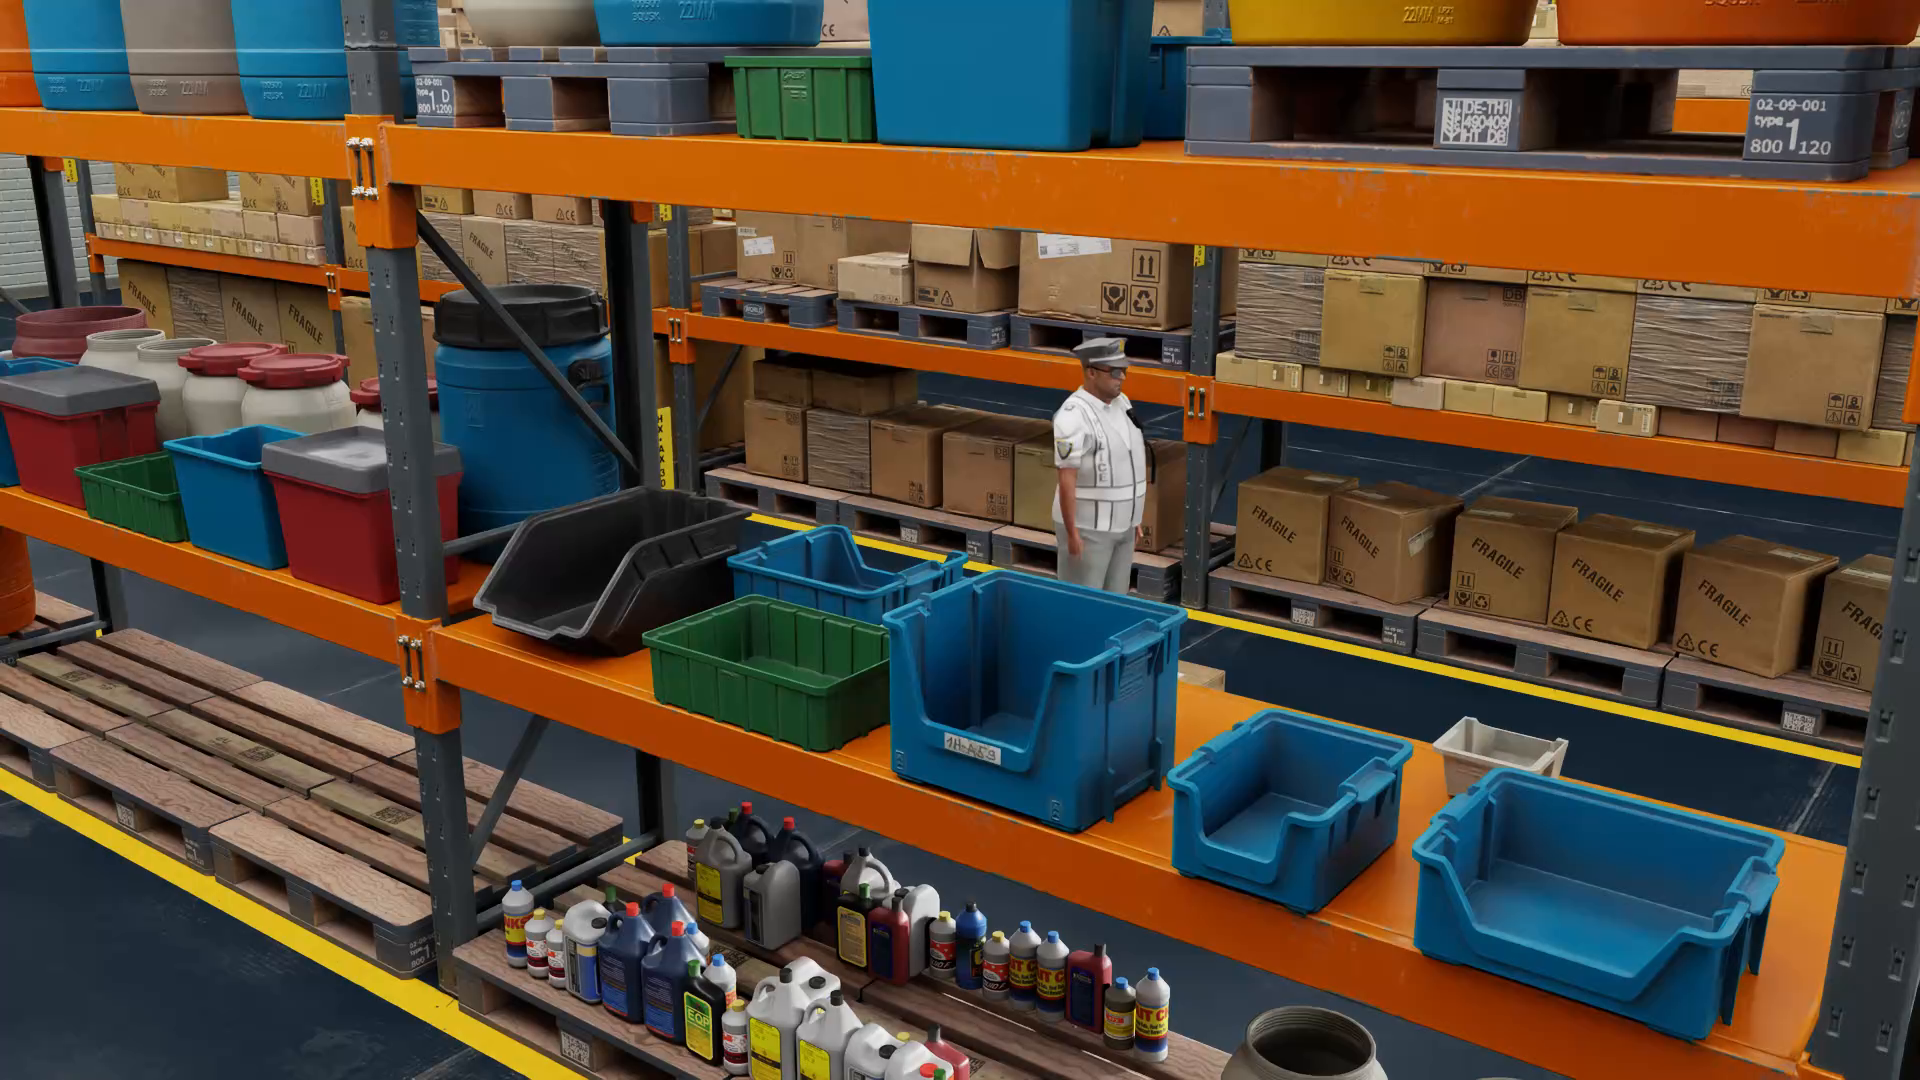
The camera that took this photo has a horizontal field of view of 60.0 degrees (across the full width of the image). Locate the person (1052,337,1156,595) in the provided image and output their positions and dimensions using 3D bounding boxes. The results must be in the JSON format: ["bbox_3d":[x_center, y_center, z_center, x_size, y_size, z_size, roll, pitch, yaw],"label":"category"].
[{"bbox_3d":[0.663,-0.080,7.782,0.395,1.761,0.530,13,21,37],"label":"person"}]
